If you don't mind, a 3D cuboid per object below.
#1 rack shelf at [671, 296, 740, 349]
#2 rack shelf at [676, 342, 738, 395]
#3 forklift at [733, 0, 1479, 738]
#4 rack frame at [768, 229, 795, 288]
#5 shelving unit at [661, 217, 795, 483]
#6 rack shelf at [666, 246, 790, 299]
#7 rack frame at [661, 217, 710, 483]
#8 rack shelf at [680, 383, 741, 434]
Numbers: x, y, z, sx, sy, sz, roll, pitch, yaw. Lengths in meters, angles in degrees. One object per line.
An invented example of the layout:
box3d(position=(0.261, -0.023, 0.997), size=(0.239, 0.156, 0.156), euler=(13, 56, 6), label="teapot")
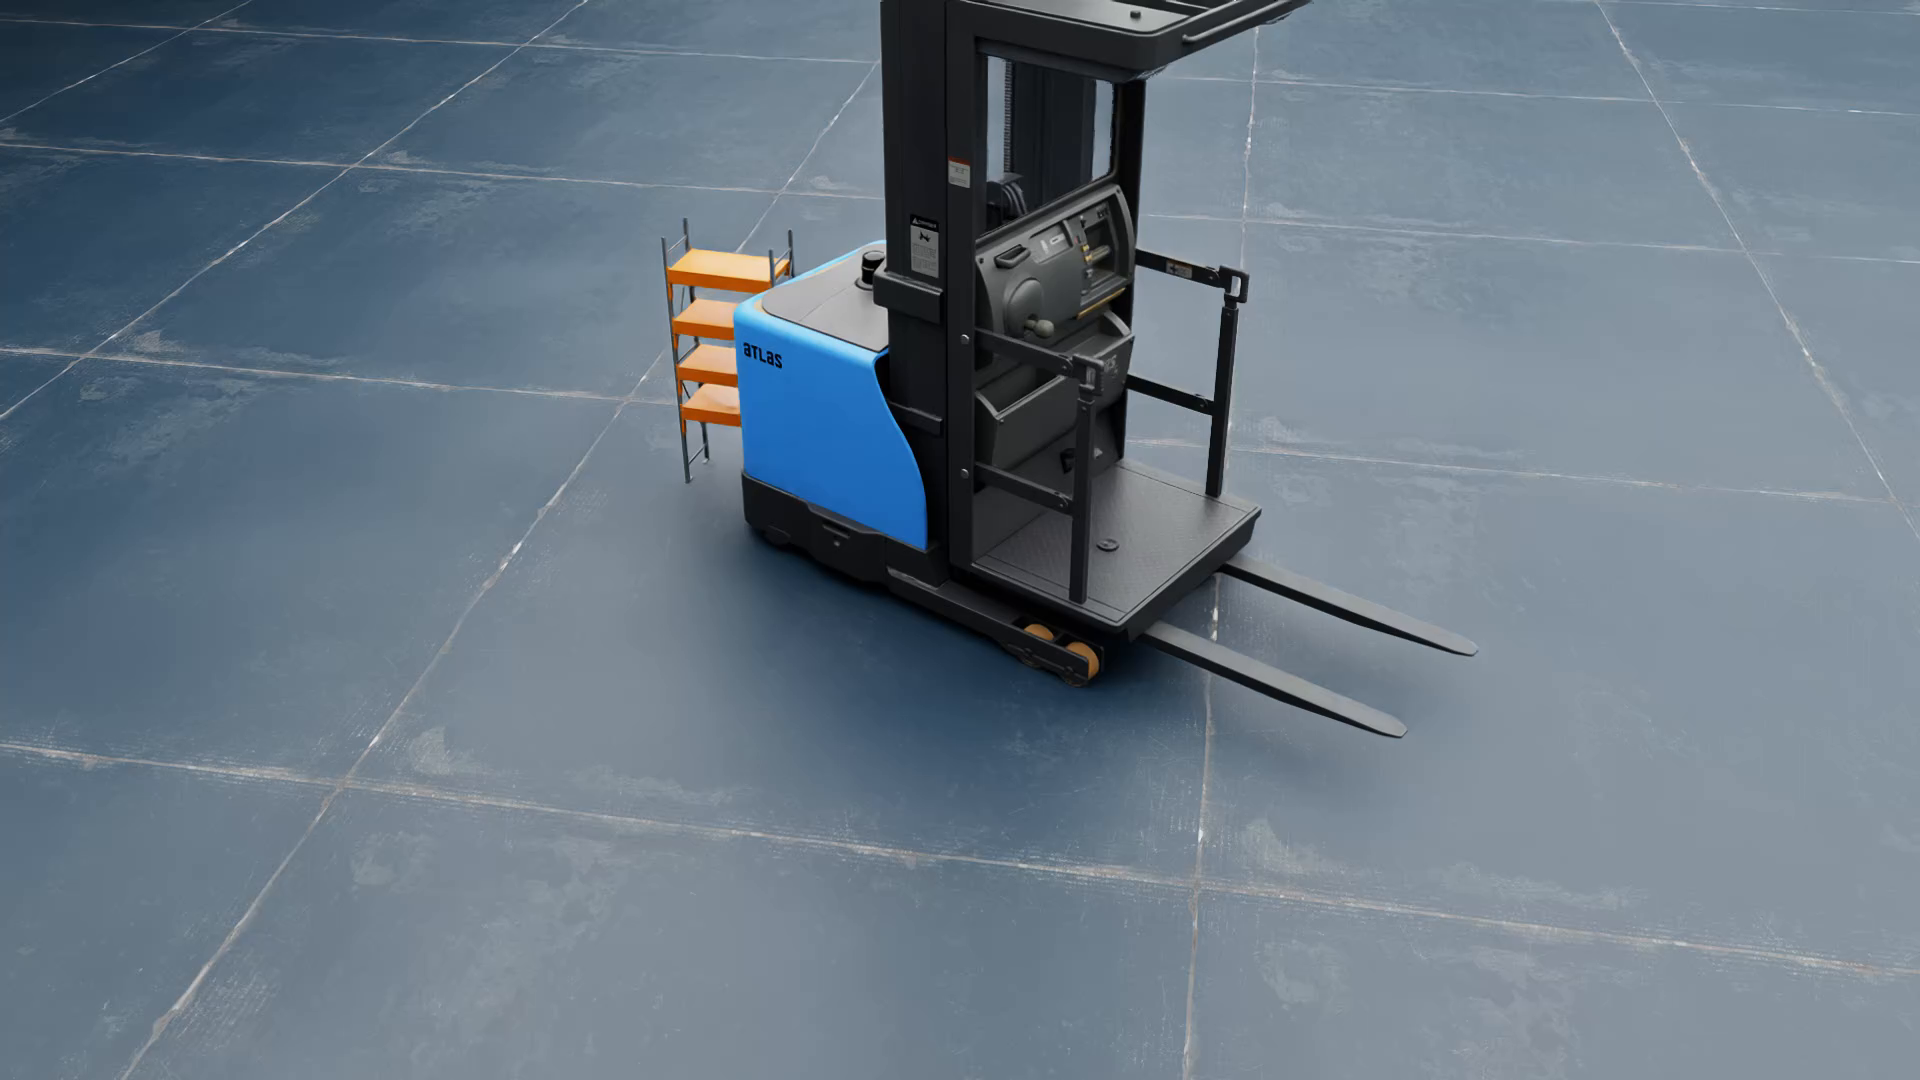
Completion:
box3d(position=(-0.991, -0.929, 7.308), size=(0.480, 0.148, 0.258), euler=(9, 33, 14), label="rack shelf")
box3d(position=(-0.991, -0.739, 7.427), size=(0.480, 0.148, 0.258), euler=(9, 33, 14), label="rack shelf")
box3d(position=(0.533, -1.004, 6.091), size=(3.031, 2.935, 1.130), euler=(22, 38, 31), label="forklift")
box3d(position=(-0.757, -0.760, 7.333), size=(0.015, 1.200, 0.240), euler=(9, 33, 14), label="rack frame")
box3d(position=(-0.991, -0.796, 7.391), size=(0.503, 1.200, 0.258), euler=(9, 33, 14), label="shelving unit")
box3d(position=(-0.991, -1.129, 7.183), size=(0.480, 0.148, 0.258), euler=(9, 33, 14), label="rack shelf")
box3d(position=(-1.225, -0.833, 7.450), size=(0.015, 1.200, 0.240), euler=(9, 33, 14), label="rack frame")
box3d(position=(-0.991, -0.571, 7.532), size=(0.480, 0.148, 0.258), euler=(9, 33, 14), label="rack shelf")
